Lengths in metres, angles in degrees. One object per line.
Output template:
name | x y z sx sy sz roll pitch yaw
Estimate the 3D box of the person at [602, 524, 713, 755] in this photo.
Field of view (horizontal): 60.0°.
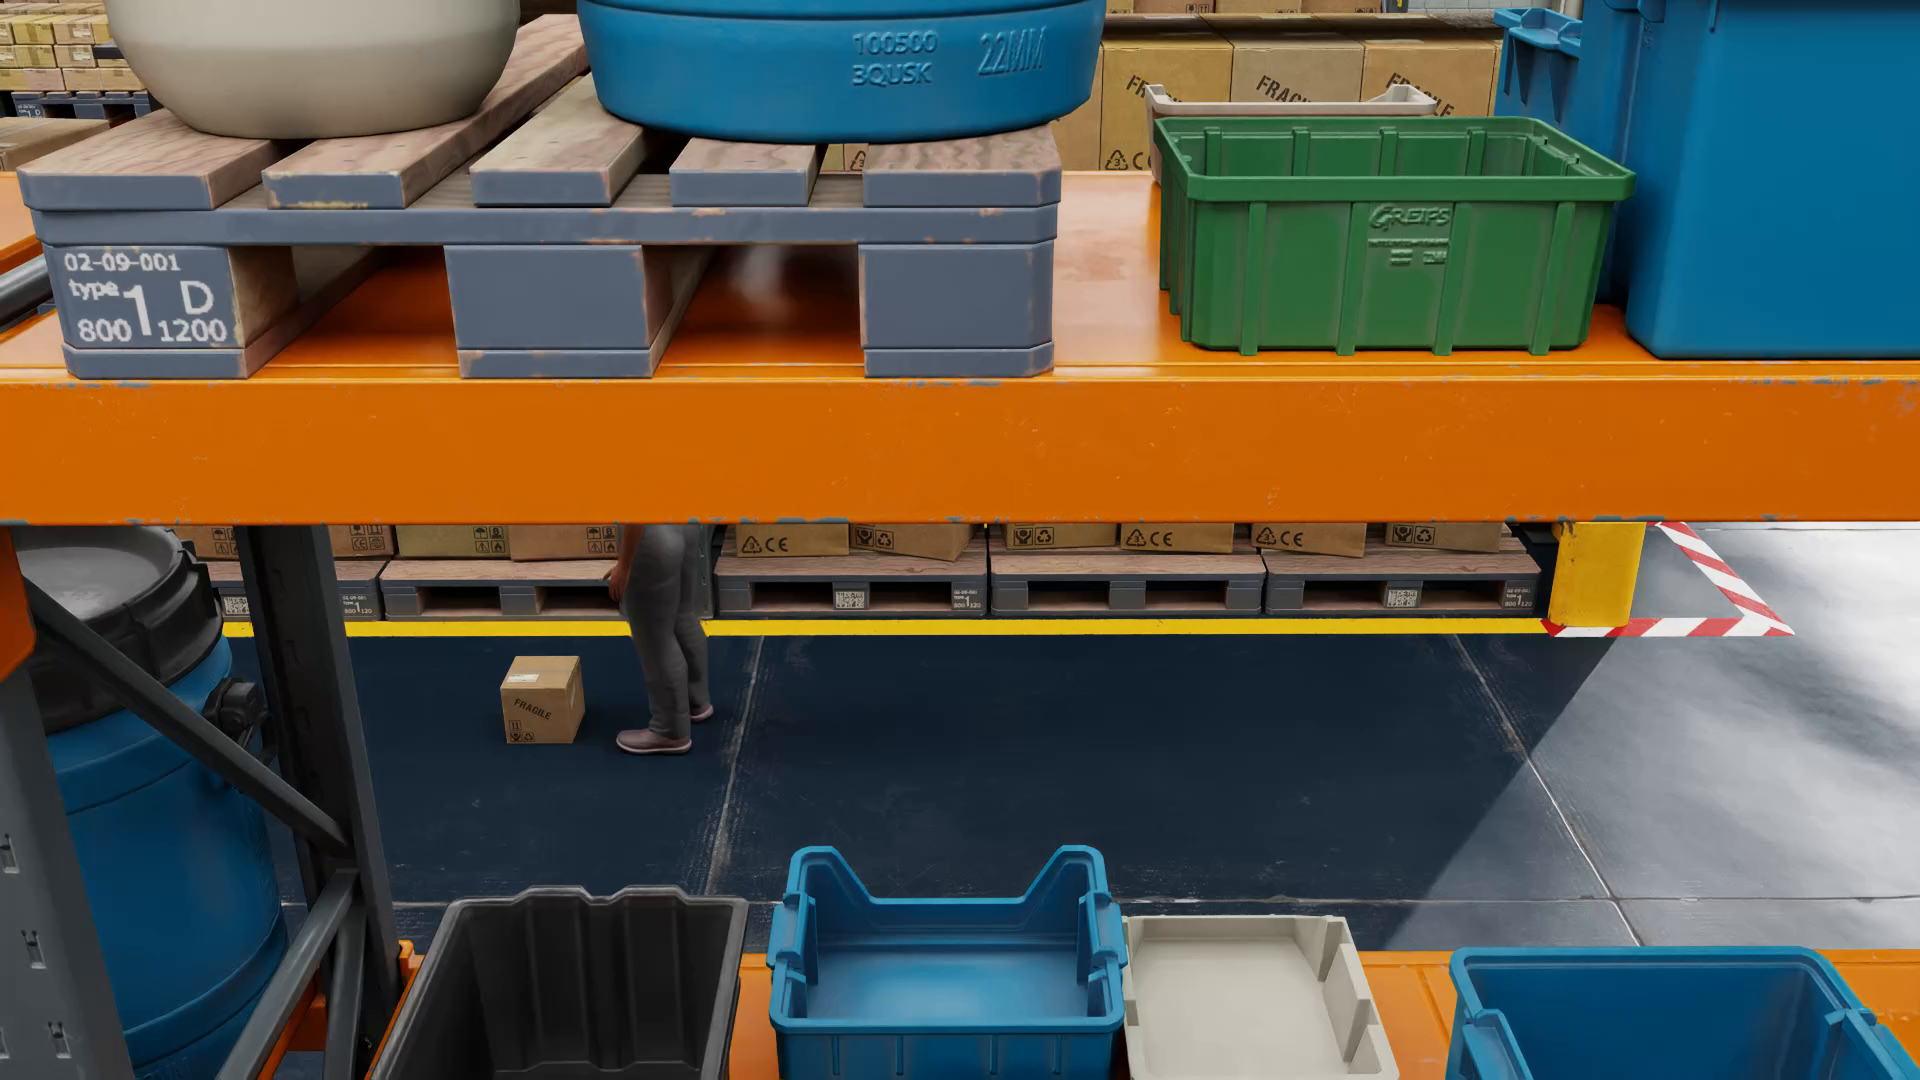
person | -1.137 0.016 6.086 0.330 1.688 0.515 4 25 9
